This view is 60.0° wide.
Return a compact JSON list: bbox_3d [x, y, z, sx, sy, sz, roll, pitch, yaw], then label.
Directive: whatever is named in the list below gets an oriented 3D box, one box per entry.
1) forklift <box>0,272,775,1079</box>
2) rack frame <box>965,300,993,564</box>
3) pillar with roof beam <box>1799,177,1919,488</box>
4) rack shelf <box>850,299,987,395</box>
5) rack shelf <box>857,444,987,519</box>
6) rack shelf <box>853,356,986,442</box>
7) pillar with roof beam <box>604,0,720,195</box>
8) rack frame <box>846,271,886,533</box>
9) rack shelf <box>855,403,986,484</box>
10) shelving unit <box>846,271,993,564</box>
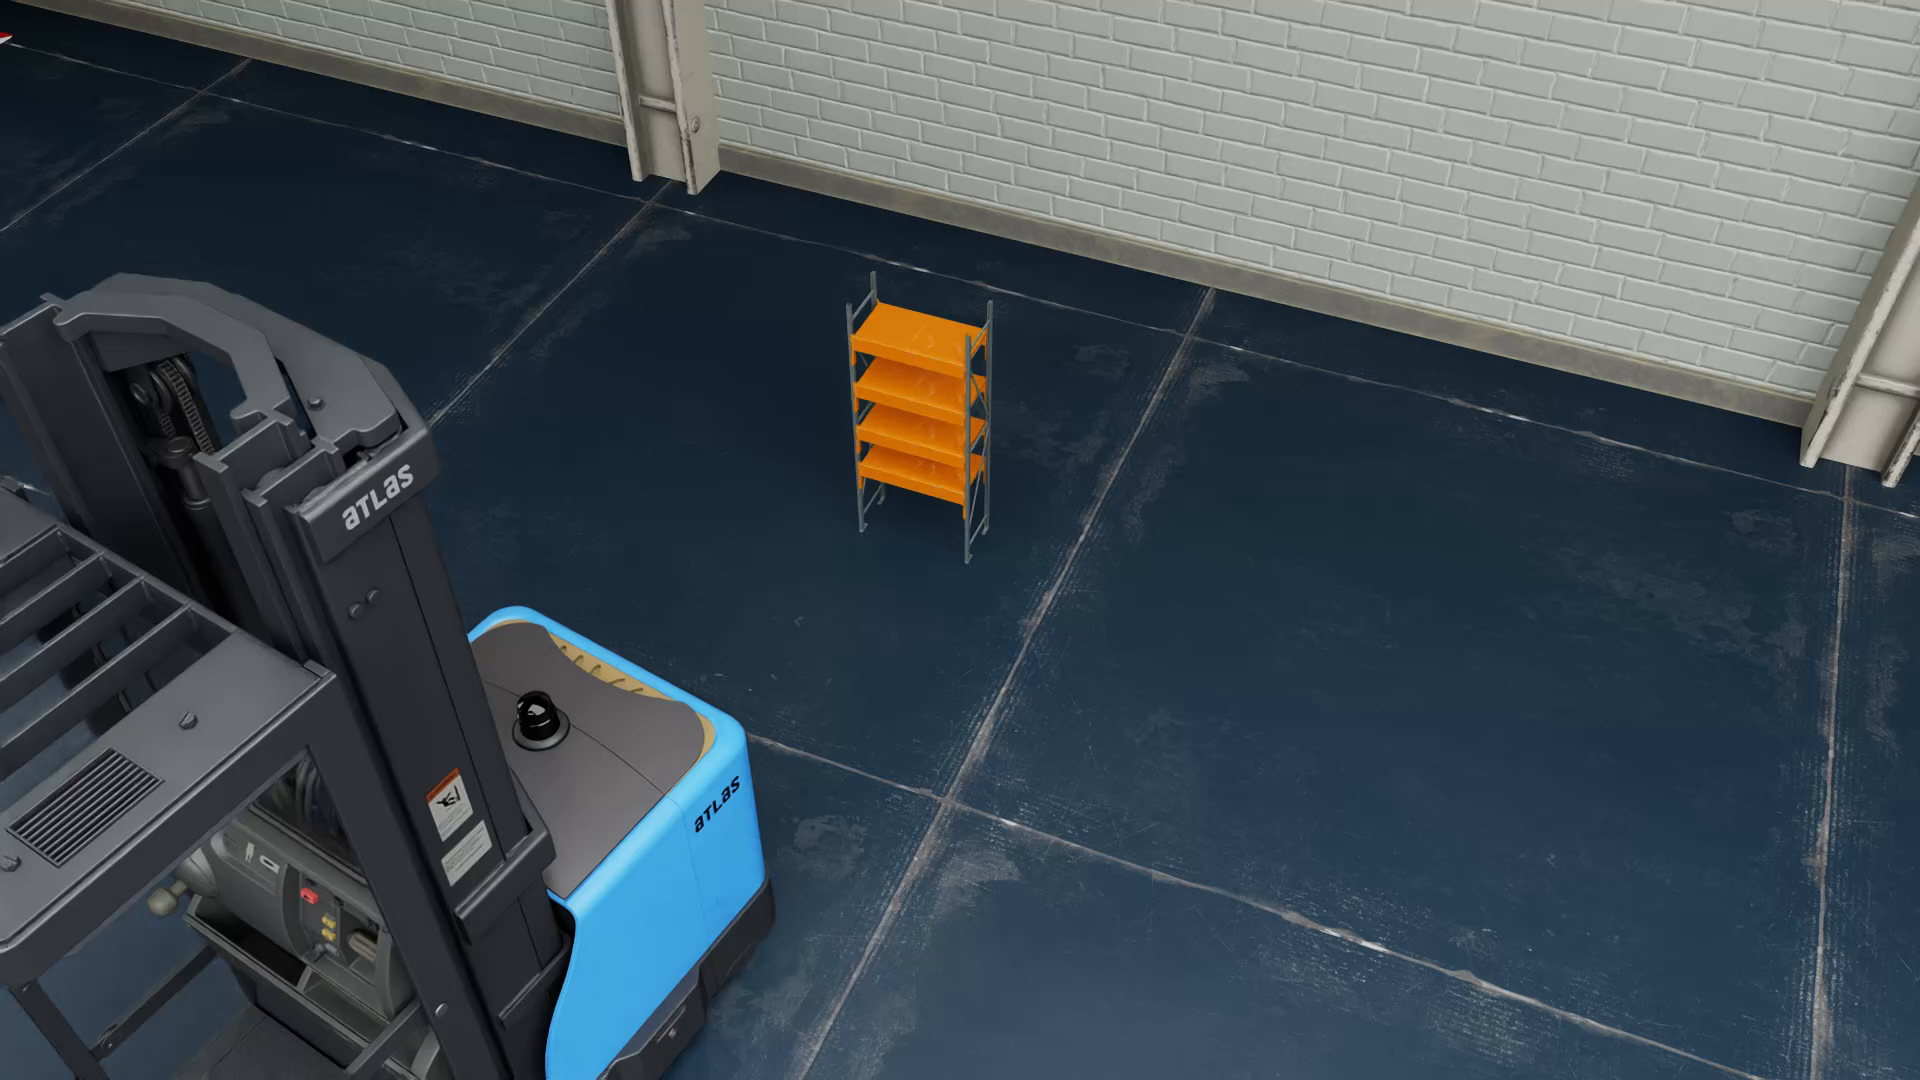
[{"bbox_3d":[-1.855,0.968,4.038,1.130,2.935,3.031,25,50,23],"label":"forklift"},{"bbox_3d":[0.072,-0.404,6.644,0.015,1.200,0.240,16,47,16],"label":"rack frame"},{"bbox_3d":[2.334,-0.770,1.482,0.400,9.000,9.100,16,47,16],"label":"pillar with roof beam"},{"bbox_3d":[-0.153,-0.749,6.434,0.480,0.148,0.258,16,47,16],"label":"rack shelf"},{"bbox_3d":[-0.153,-0.282,6.898,0.480,0.148,0.258,16,47,16],"label":"rack shelf"},{"bbox_3d":[-0.153,-0.581,6.601,0.480,0.148,0.258,16,47,16],"label":"rack shelf"},{"bbox_3d":[-3.203,-2.399,3.120,0.400,9.000,9.100,16,47,16],"label":"pillar with roof beam"},{"bbox_3d":[-0.378,-0.537,6.777,0.015,1.200,0.240,16,47,16],"label":"rack frame"},{"bbox_3d":[-0.153,-0.423,6.758,0.480,0.148,0.258,16,47,16],"label":"rack shelf"},{"bbox_3d":[-0.153,-0.470,6.711,0.503,1.200,0.258,16,47,16],"label":"shelving unit"}]
